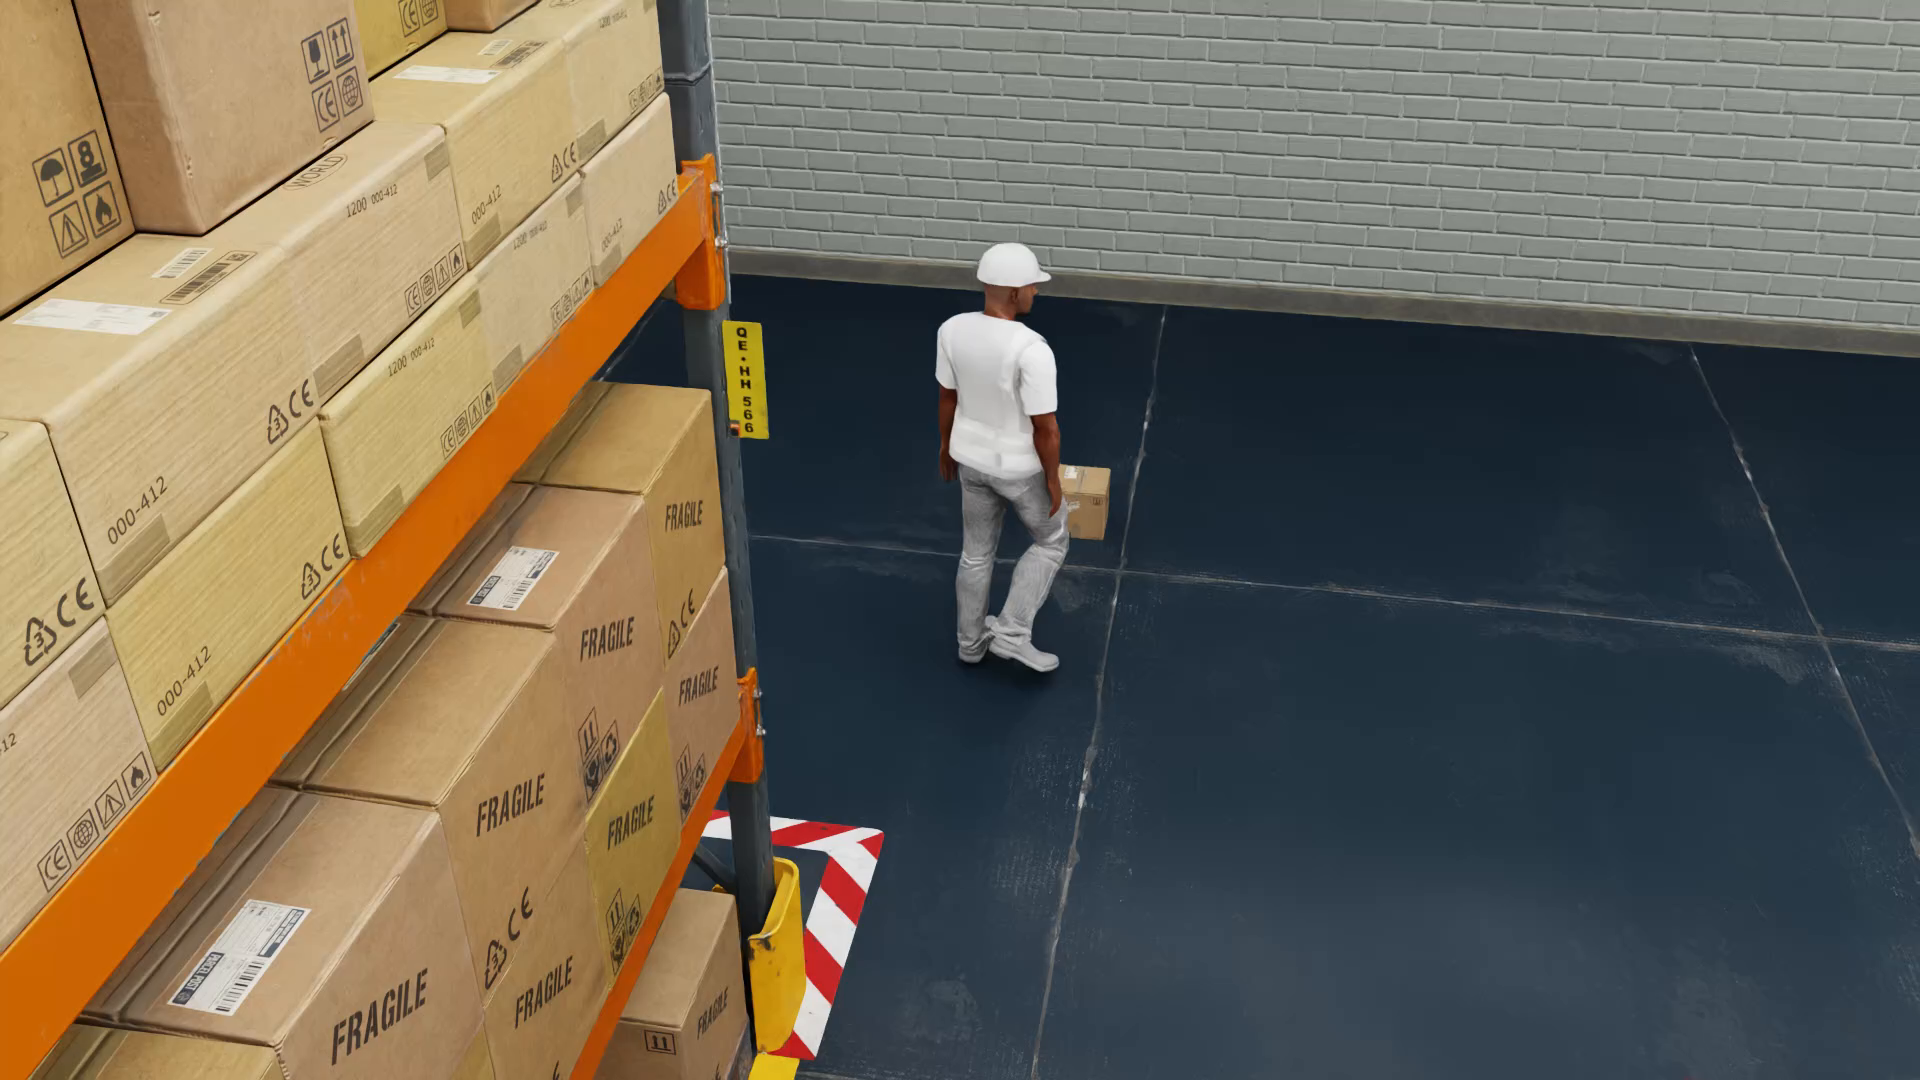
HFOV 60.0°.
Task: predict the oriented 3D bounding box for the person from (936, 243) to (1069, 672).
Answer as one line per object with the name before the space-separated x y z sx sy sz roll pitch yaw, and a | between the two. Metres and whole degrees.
person | 0.166 -0.314 6.570 0.640 1.754 0.459 23 39 32
